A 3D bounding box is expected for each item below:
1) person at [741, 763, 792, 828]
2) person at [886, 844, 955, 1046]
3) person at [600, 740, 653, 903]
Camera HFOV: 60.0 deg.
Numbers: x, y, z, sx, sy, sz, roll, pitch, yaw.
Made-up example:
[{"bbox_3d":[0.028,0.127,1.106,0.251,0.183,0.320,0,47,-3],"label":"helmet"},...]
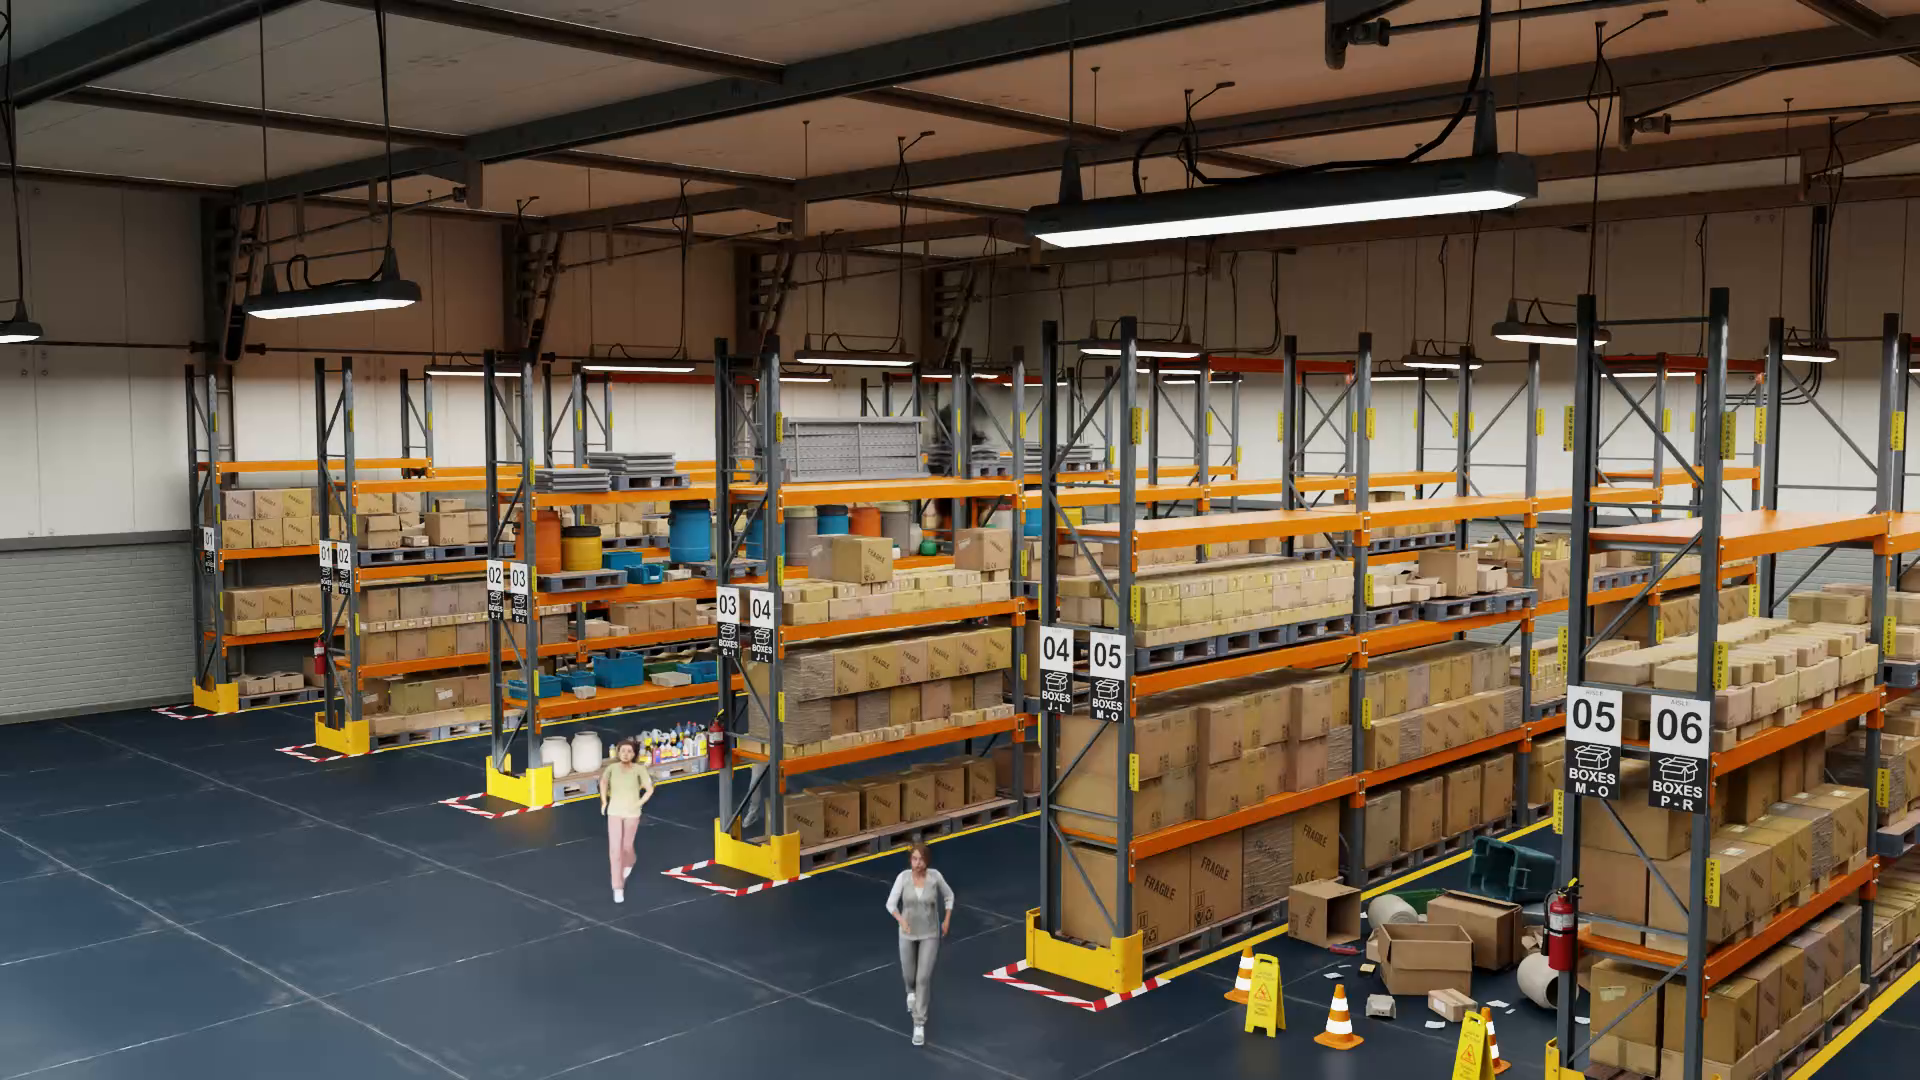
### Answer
[{"bbox_3d":[-2.403,2.704,20.844,0.614,1.707,0.835,4,6,39],"label":"person"},{"bbox_3d":[-0.329,3.314,13.897,0.566,1.606,0.743,0,4,2],"label":"person"},{"bbox_3d":[-3.594,2.968,17.893,0.585,1.657,0.929,0,4,-4],"label":"person"}]
